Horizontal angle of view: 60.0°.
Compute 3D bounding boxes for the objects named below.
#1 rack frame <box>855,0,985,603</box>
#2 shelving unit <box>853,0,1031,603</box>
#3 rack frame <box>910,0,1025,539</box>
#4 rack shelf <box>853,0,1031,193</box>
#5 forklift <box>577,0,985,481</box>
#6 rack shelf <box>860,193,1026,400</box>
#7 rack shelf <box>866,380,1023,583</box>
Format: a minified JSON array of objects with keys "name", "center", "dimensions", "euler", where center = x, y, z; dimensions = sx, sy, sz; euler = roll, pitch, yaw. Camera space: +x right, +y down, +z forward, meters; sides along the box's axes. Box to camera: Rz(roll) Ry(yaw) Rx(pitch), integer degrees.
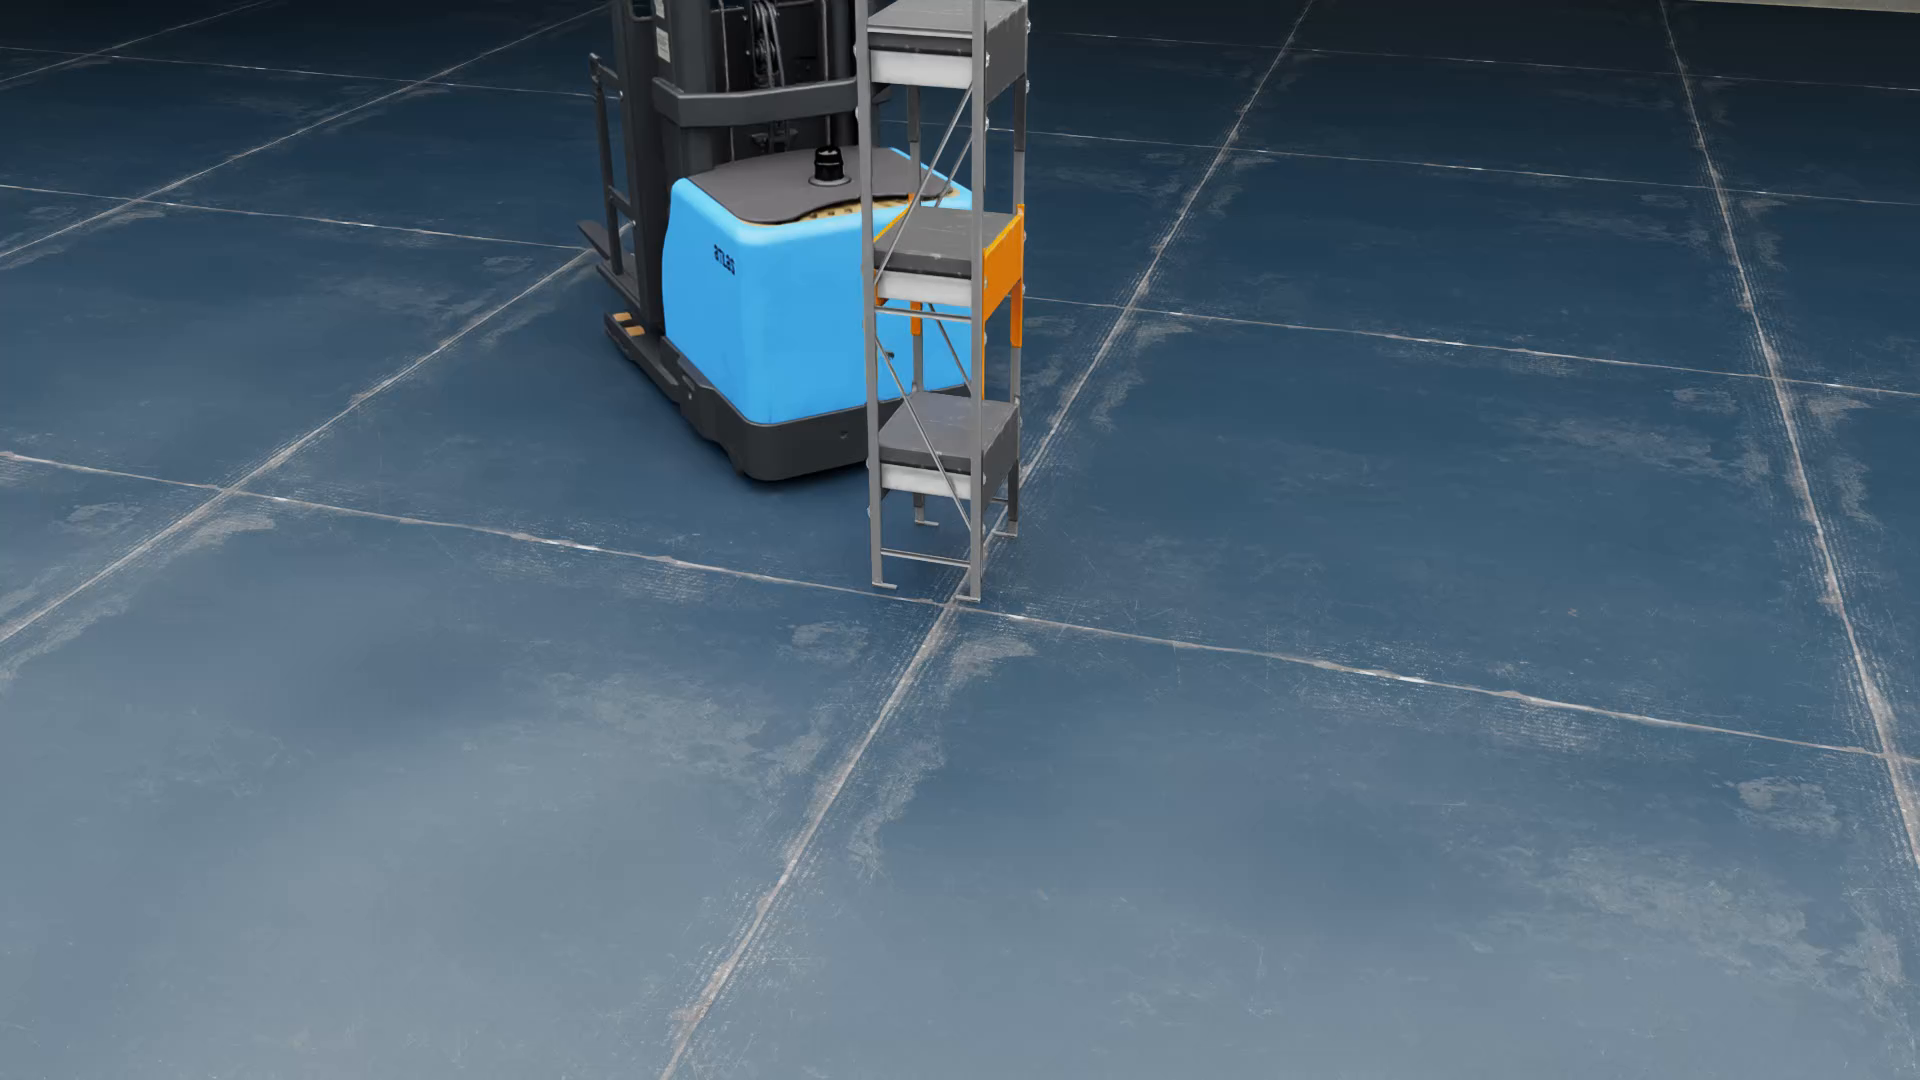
[{"name":"rack frame","center":[-0.120,-0.727,5.397],"dimensions":[0.400,2.100,0.015],"euler":[8,30,15]},{"name":"shelving unit","center":[-0.049,-0.841,5.601],"dimensions":[0.431,2.100,0.503],"euler":[8,30,15]},{"name":"rack frame","center":[0.023,-0.954,5.805],"dimensions":[0.400,2.100,0.015],"euler":[8,30,15]},{"name":"rack shelf","center":[-0.049,-1.440,5.268],"dimensions":[0.431,0.518,0.480],"euler":[8,30,15]},{"name":"forklift","center":[-1.029,-2.202,7.193],"dimensions":[1.130,2.935,3.031],"euler":[-14,32,-24]},{"name":"rack shelf","center":[-0.049,-0.829,5.608],"dimensions":[0.431,0.518,0.480],"euler":[8,30,15]},{"name":"rack shelf","center":[-0.049,-0.217,5.948],"dimensions":[0.431,0.518,0.480],"euler":[8,30,15]}]
